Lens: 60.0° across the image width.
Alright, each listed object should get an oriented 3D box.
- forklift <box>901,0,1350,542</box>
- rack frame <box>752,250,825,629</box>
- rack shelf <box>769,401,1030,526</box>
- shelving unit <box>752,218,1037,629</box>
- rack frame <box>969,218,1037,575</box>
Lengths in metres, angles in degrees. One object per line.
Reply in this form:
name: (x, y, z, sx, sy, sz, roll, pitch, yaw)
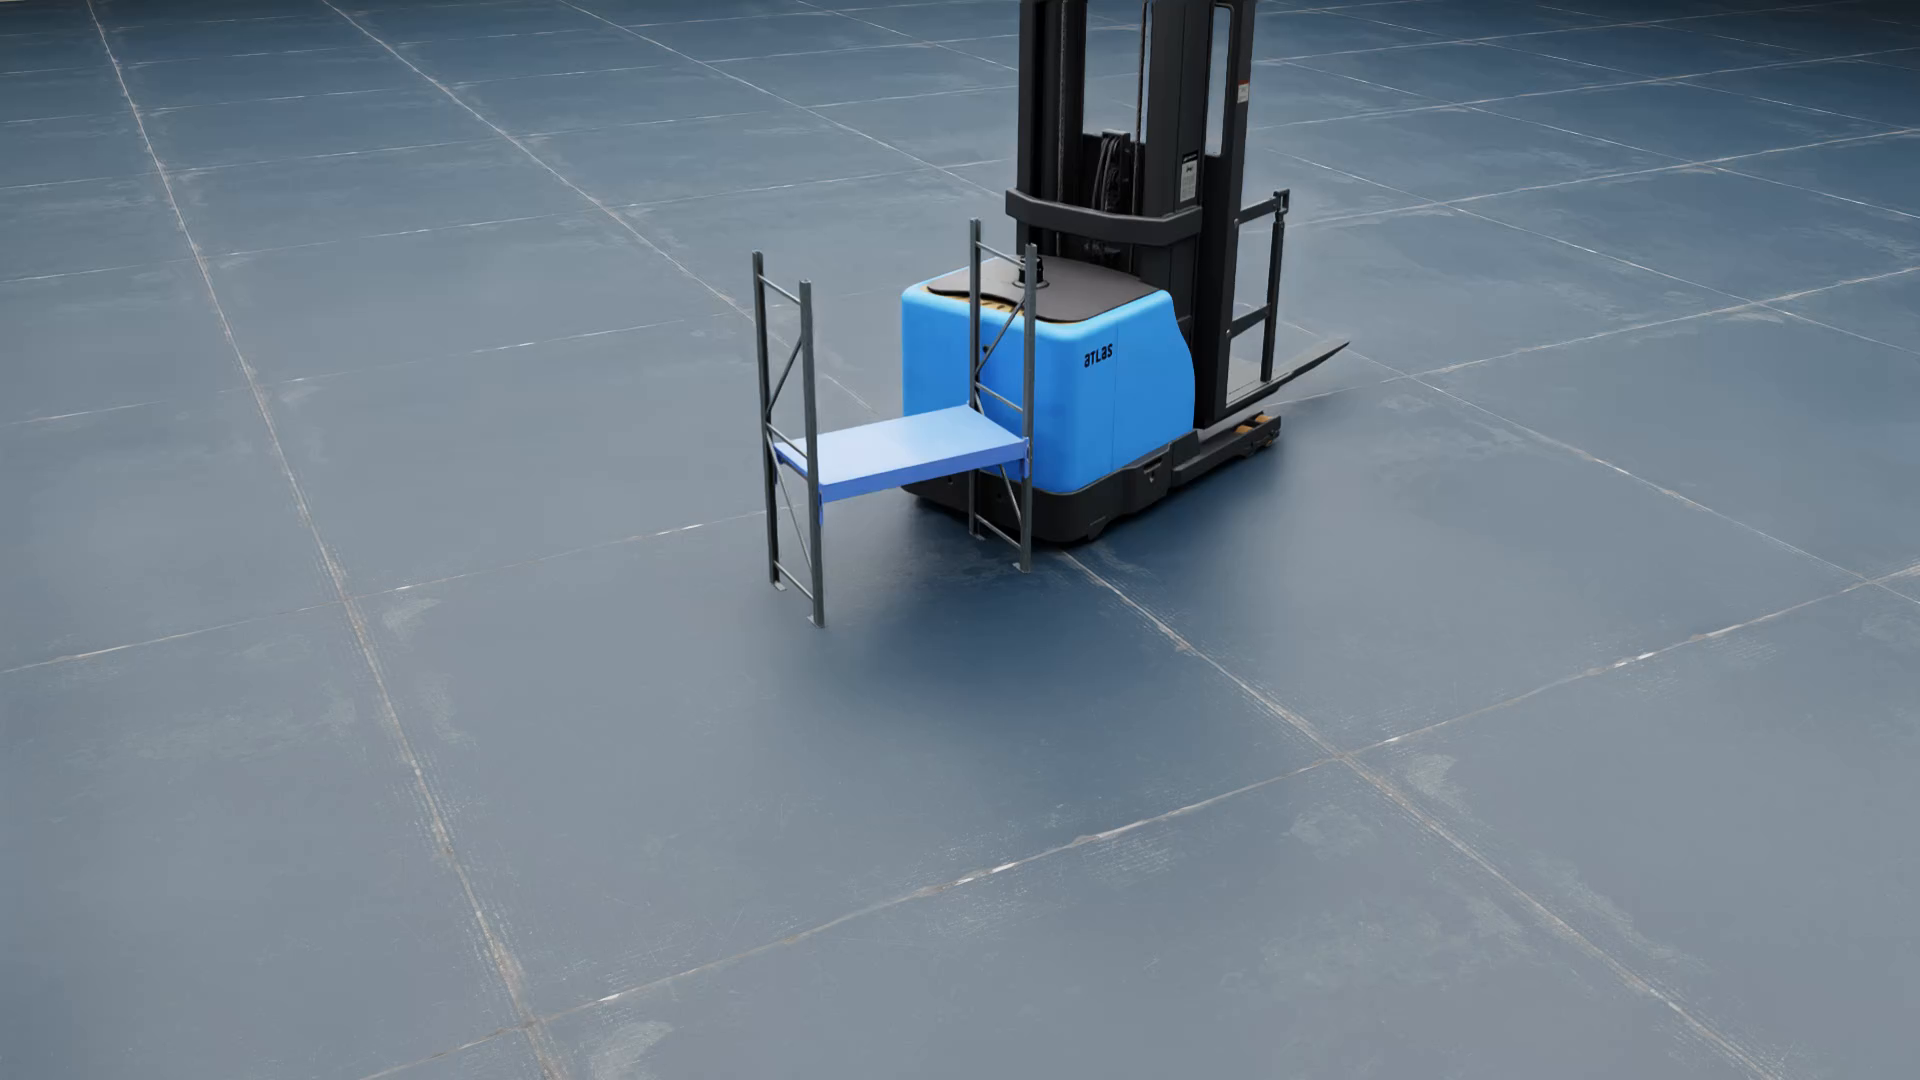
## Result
forklift: (1.041, -1.874, 8.266, 1.130, 2.935, 3.031, 20, 32, 35)
rack frame: (-0.705, -0.398, 6.847, 0.032, 1.500, 0.500, -14, 29, -26)
rack shelf: (-0.263, -0.345, 7.152, 1.000, 0.185, 0.538, -14, 29, -26)
shelving unit: (-0.263, -0.507, 7.074, 1.048, 1.500, 0.538, -14, 29, -26)
rack frame: (0.179, -0.616, 7.301, 0.032, 1.500, 0.500, -14, 29, -26)
